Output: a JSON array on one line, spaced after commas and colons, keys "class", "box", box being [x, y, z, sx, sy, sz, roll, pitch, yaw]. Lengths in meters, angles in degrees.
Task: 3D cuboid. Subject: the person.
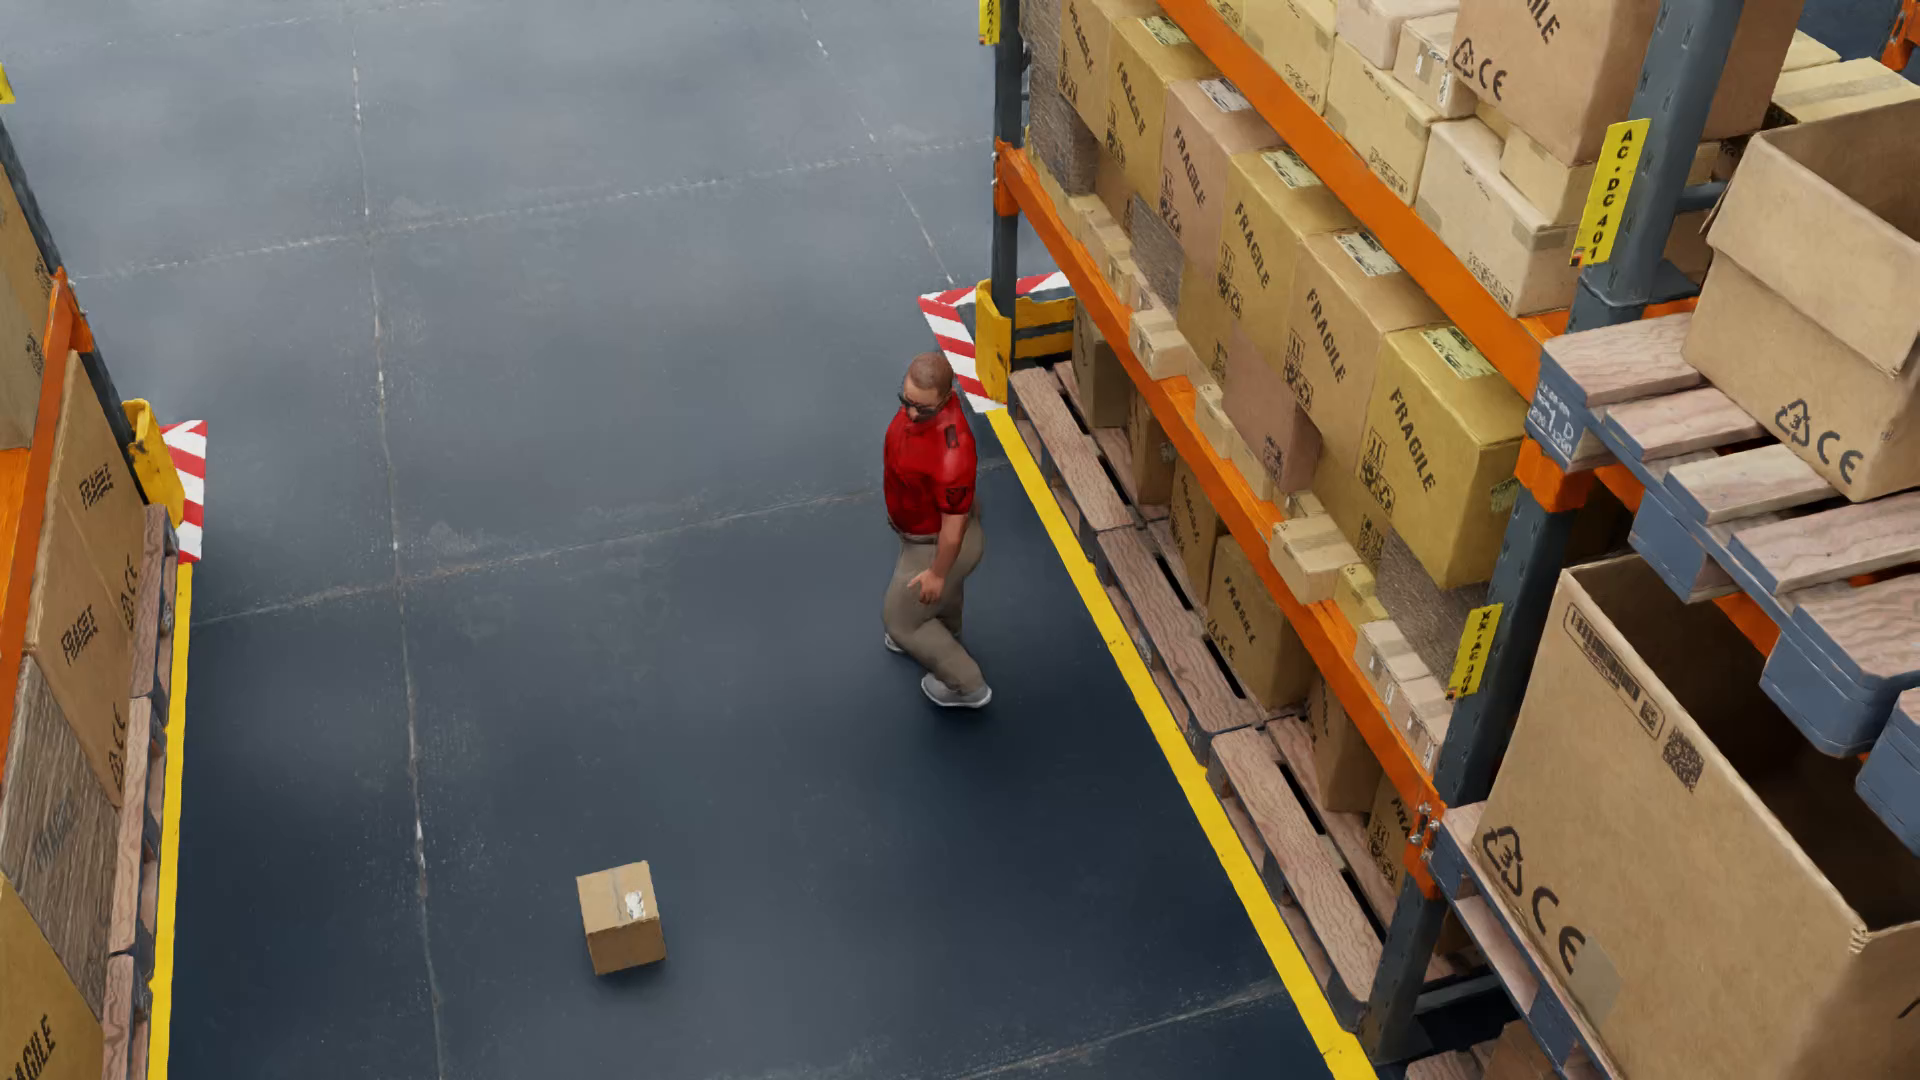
[{"class": "person", "box": [-0.113, -0.084, 6.215, 0.397, 1.622, 0.643, -4, 42, -4]}]
